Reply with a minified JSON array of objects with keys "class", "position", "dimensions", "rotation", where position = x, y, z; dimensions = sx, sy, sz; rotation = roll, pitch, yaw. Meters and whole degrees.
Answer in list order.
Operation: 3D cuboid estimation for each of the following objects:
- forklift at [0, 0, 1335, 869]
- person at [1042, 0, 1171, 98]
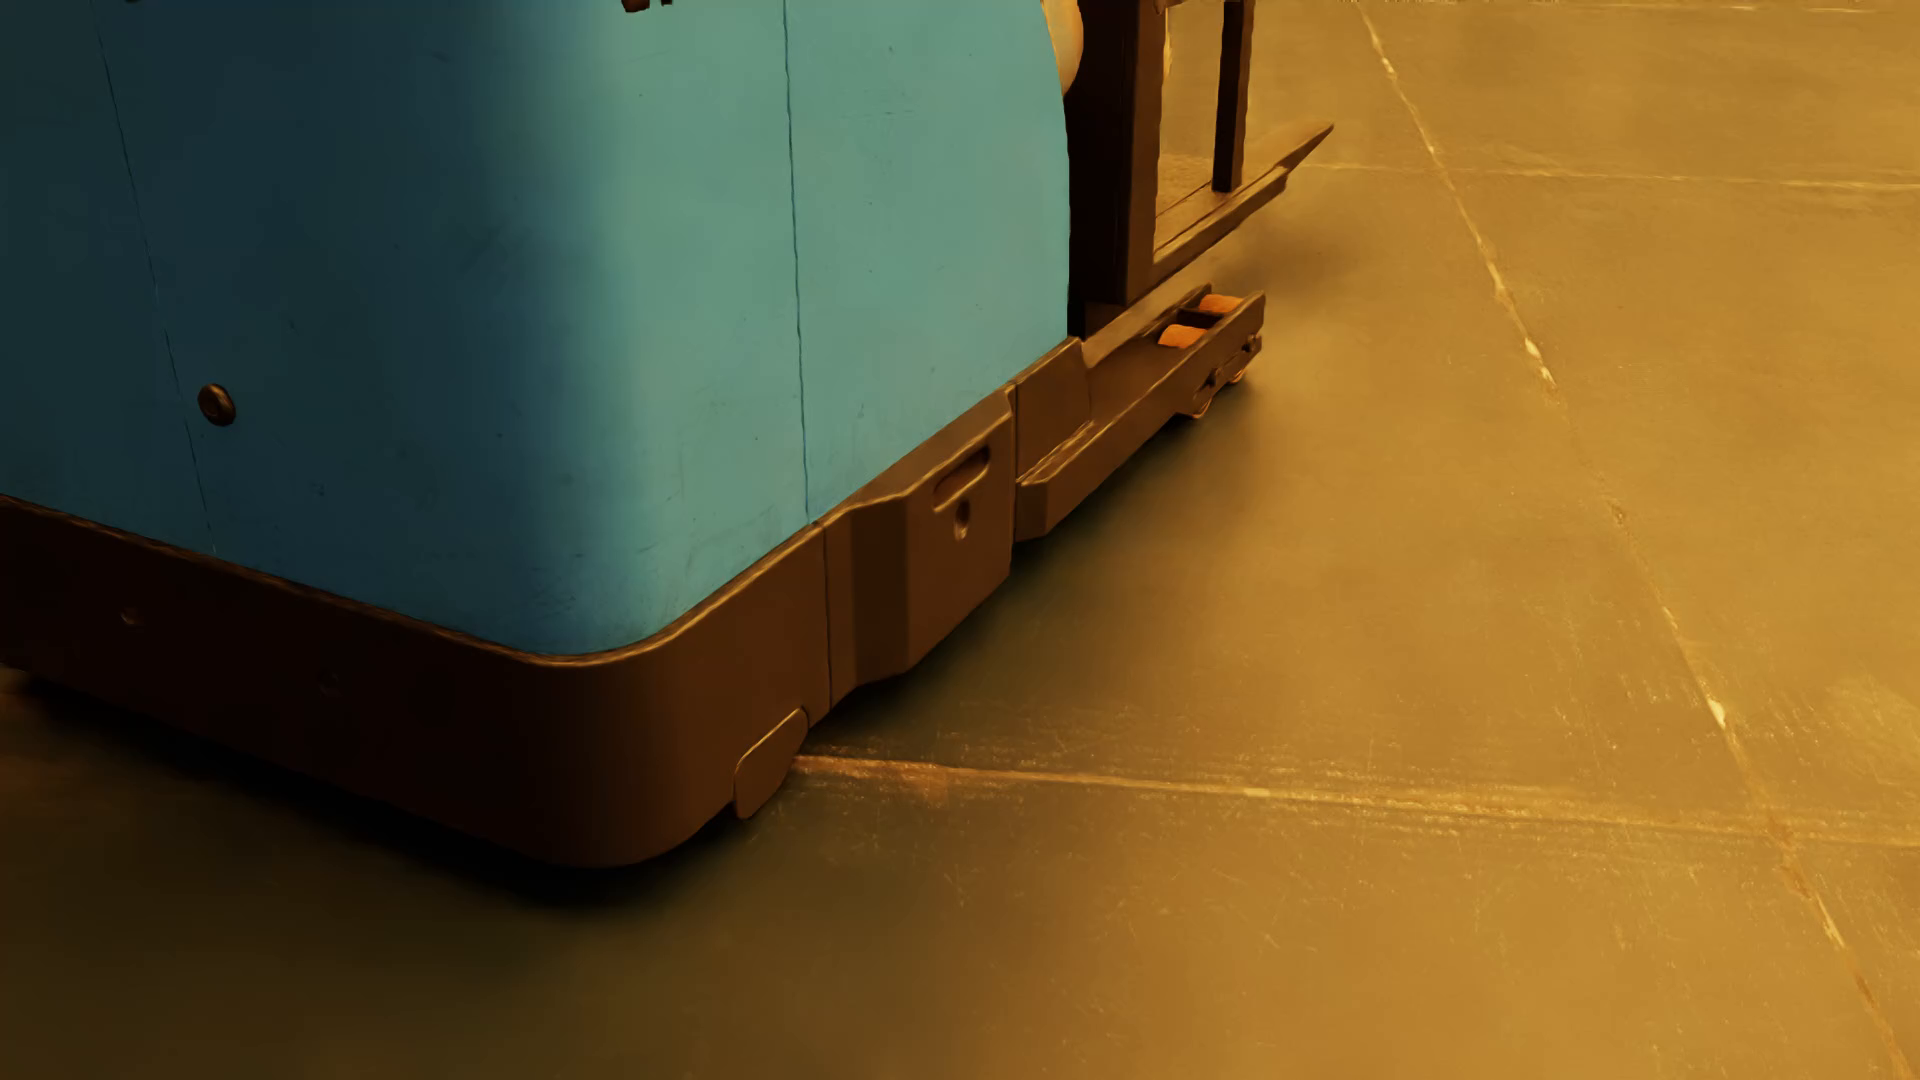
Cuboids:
[{"class":"forklift","position":[-0.090,-1.606,2.436],"dimensions":[1.130,2.935,3.031],"rotation":[13,29,24]},{"class":"person","position":[-0.037,-0.846,2.605],"dimensions":[1.338,1.391,0.808],"rotation":[-20,33,-34]}]
